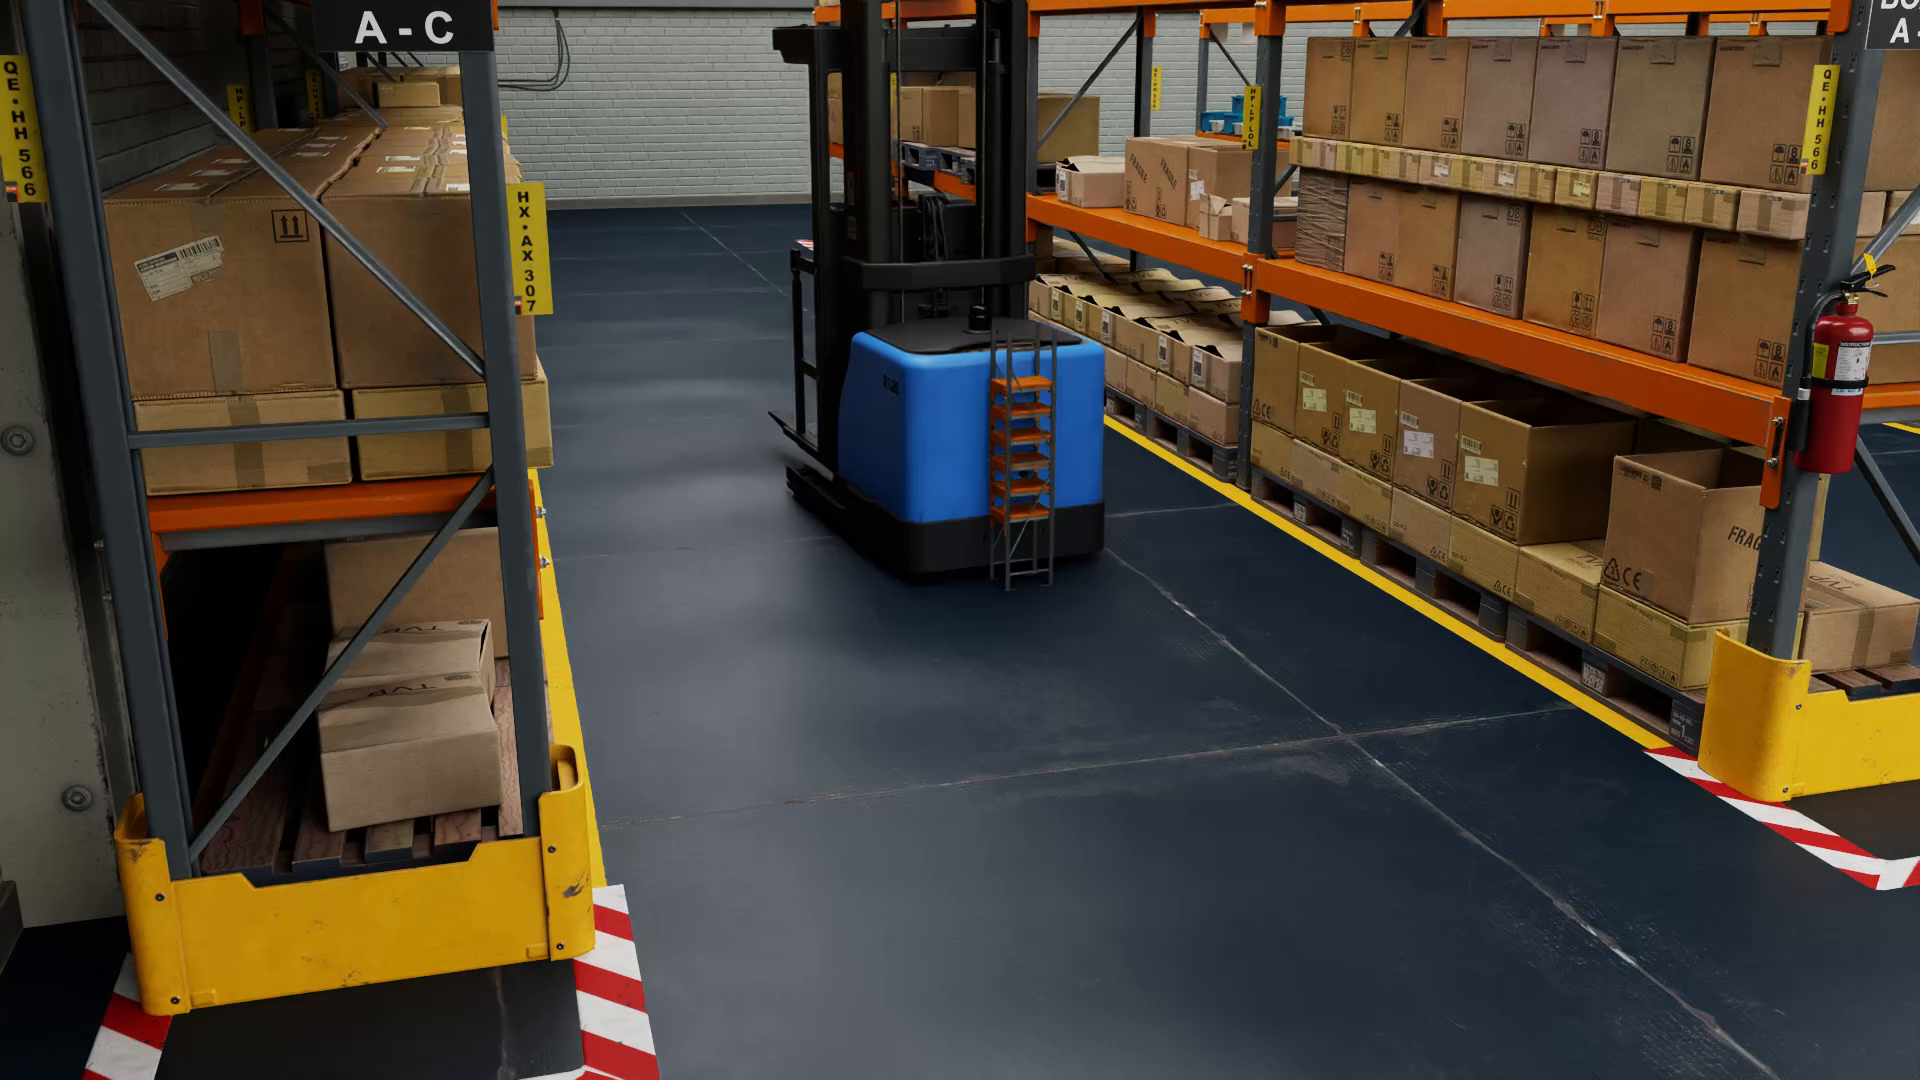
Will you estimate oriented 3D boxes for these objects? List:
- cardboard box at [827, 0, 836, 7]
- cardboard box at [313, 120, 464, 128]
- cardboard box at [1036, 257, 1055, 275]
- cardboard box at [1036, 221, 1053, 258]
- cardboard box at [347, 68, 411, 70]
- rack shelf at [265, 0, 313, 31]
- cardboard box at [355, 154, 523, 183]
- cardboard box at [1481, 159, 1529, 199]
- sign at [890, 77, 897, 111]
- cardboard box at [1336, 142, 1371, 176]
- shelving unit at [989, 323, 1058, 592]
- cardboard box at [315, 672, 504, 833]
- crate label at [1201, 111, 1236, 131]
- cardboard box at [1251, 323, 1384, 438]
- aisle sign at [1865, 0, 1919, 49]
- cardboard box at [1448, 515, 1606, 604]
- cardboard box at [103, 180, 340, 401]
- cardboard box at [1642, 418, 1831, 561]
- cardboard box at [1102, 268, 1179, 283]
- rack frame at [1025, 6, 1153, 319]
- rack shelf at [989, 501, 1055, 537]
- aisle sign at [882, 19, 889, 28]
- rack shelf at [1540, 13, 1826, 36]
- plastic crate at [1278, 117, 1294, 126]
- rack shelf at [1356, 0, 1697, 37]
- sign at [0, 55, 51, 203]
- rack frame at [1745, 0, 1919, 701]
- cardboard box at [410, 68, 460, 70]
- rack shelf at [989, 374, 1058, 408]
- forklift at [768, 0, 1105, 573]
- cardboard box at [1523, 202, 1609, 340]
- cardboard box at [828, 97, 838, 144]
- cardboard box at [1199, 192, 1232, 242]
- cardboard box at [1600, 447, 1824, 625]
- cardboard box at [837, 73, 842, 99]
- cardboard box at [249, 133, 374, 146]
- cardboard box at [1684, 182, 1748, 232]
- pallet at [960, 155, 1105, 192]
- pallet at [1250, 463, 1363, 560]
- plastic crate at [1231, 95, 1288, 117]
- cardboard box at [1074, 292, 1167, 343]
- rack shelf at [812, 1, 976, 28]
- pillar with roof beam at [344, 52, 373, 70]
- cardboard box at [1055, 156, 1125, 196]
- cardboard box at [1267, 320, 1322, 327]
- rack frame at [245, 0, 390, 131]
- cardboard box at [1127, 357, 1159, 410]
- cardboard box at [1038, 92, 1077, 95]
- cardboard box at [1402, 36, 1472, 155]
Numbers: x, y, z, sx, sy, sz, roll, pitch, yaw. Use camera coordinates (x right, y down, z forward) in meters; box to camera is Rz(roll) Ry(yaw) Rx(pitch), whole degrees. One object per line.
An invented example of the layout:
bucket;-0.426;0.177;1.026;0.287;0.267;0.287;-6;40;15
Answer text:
cardboard box;-1.211;-6.147;18.750;0.500;0.250;0.500;-5;17;-15
cardboard box;-2.950;-1.929;8.723;0.700;0.500;0.500;-3;17;-10
cardboard box;0.483;-2.125;13.893;0.500;0.500;0.500;-4;17;-13
cardboard box;0.464;-2.499;13.836;0.500;0.250;0.500;-4;17;-13
cardboard box;-4.727;-3.714;13.573;0.500;0.250;0.500;-5;18;-17
rack shelf;-3.246;-3.018;9.320;1.077;0.370;4.000;-5;17;-15
cardboard box;-1.702;-0.999;5.488;0.500;0.500;0.500;-5;18;-17
cardboard box;2.448;-1.537;7.052;0.380;0.149;0.250;-5;17;-16
sign;-0.653;-4.347;16.206;0.100;0.325;0.005;-5;17;-15
cardboard box;2.095;-1.893;8.239;0.380;0.149;0.250;-5;17;-17
shelving unit;0.286;-0.373;7.608;0.258;1.200;0.189;-7;18;-21
cardboard box;-1.701;0.613;5.107;0.500;0.311;0.500;-7;18;-22
crate label;3.282;-5.329;21.165;0.416;0.233;0.303;-5;17;-15
cardboard box;1.892;-0.855;8.831;0.500;0.500;0.500;-5;17;-15
aisle sign;2.900;-1.862;4.918;0.394;0.787;0.004;-5;17;-15
cardboard box;2.445;0.057;7.099;0.500;0.250;0.500;-5;17;-15
cardboard box;-1.931;-0.676;4.412;0.500;0.500;0.500;-5;17;-16
cardboard box;3.092;-0.206;6.670;0.500;0.500;0.500;-5;17;-15
cardboard box;1.347;-1.899;12.634;0.500;0.311;0.500;-4;17;-14
rack frame;0.966;-2.871;12.797;1.000;3.000;0.127;-5;17;-15
rack shelf;0.286;-0.100;7.689;0.258;0.103;0.180;-7;18;-21
aisle sign;-0.957;-6.372;19.933;0.394;0.787;0.004;-5;17;-15
rack shelf;8.843;-6.405;20.598;1.077;0.370;4.000;-5;17;-15
plastic crate;3.727;-4.882;19.677;0.416;0.233;0.300;-5;17;-15
rack shelf;5.180;-4.907;15.611;1.077;0.370;4.000;-5;17;-15
sign;-2.137;-0.933;3.783;0.100;0.325;0.005;-5;17;-15
rack frame;3.165;-0.658;5.430;1.000;3.000;0.127;-5;17;-15
cardboard box;-4.249;-3.752;13.699;0.500;0.250;0.500;-4;17;-14
rack shelf;0.286;-0.675;7.517;0.258;0.103;0.180;-7;18;-21
forklift;-0.319;-1.633;8.793;1.130;2.935;3.031;-7;18;-21
cardboard box;2.769;-1.119;6.790;0.700;0.500;0.500;-5;17;-15
cardboard box;-1.217;-4.846;19.198;0.500;0.500;0.500;-5;17;-16
cardboard box;1.647;-1.929;9.894;0.396;0.266;0.258;-5;17;-17
cardboard box;2.731;-0.027;6.073;0.500;0.500;0.500;-5;17;-15
cardboard box;-1.080;-5.185;18.586;0.500;0.500;0.500;-4;17;-14
cardboard box;-2.630;-1.379;6.752;0.500;0.500;0.500;-5;17;-16
cardboard box;2.803;-1.180;5.865;0.380;0.149;0.250;-4;17;-14
pallet;0.712;-2.961;13.430;1.213;0.211;1.003;-5;17;-15
pallet;2.243;-0.206;8.771;1.003;0.211;1.213;-5;17;-15
plastic crate;3.803;-5.443;21.191;0.616;0.435;0.499;-5;17;-15
cardboard box;1.118;-1.570;11.540;0.500;0.311;0.500;-5;17;-17
rack shelf;-0.683;-5.623;17.994;1.077;0.370;4.000;-5;17;-15
pillar with roof beam;-3.429;-8.584;21.385;9.100;9.000;0.400;-5;17;-15
cardboard box;1.024;-2.725;12.463;0.500;0.311;0.500;-4;17;-12
cardboard box;2.059;-1.191;10.276;0.500;0.311;0.500;-5;17;-16
rack frame;-2.697;-1.372;7.806;1.000;3.000;0.127;-5;17;-15
cardboard box;1.394;-1.022;10.692;0.500;0.250;0.500;-4;17;-14
cardboard box;0.617;-3.554;14.165;0.700;0.500;0.500;-1;17;-5
cardboard box;2.470;-2.034;7.579;0.700;0.500;0.500;-5;17;-15
